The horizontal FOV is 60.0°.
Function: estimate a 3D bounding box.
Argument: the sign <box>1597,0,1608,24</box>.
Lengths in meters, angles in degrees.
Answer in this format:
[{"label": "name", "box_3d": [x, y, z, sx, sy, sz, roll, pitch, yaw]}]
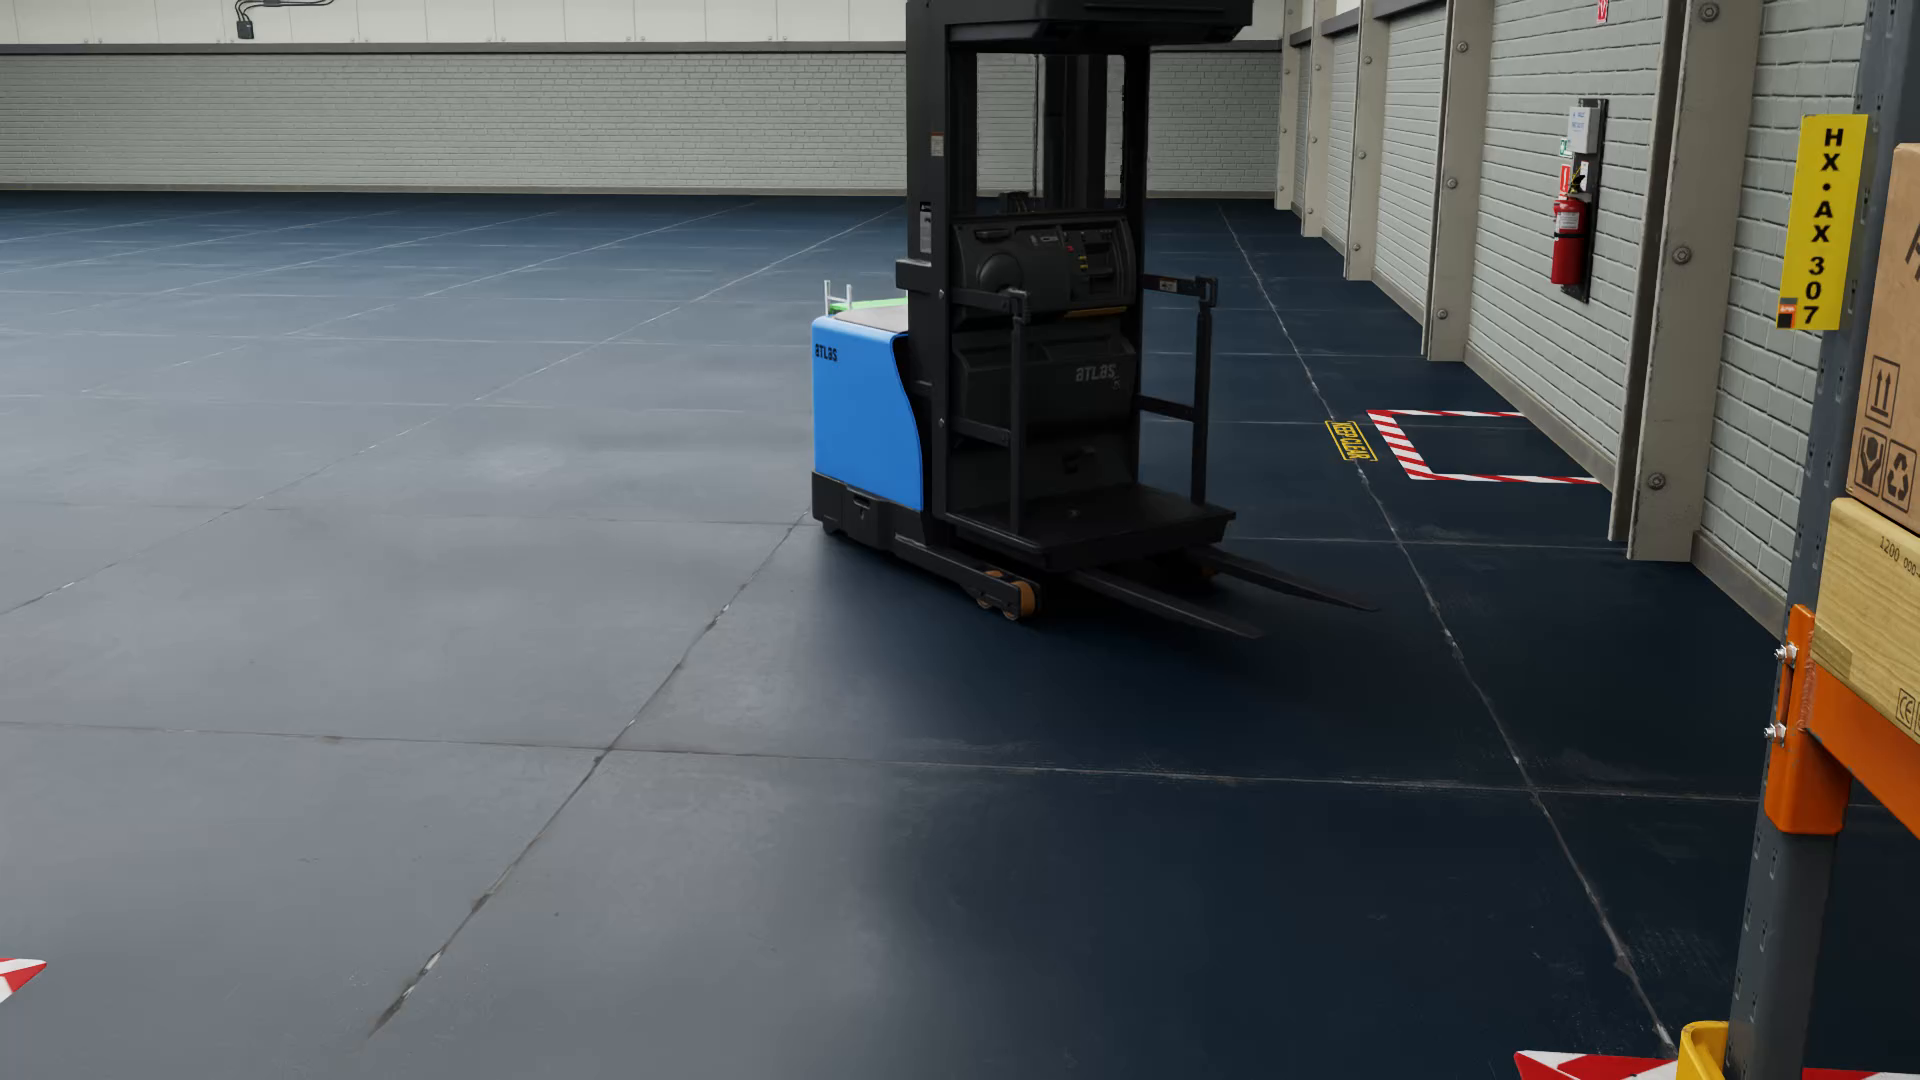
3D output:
[{"label": "sign", "box_3d": [3.739, -3.159, 9.658, 0.001, 0.298, 0.199, 2, 15, 6]}]

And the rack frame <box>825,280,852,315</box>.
[{"label": "rack frame", "box_3d": [-0.611, -0.711, 8.493, 0.015, 1.200, 0.240, -10, 18, -33]}]

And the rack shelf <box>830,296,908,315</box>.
[{"label": "rack shelf", "box_3d": [-0.410, -1.149, 8.517, 0.480, 0.148, 0.258, -10, 18, -33]}]

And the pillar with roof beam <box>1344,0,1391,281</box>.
[{"label": "pillar with roof beam", "box_3d": [0.399, -7.536, 18.793, 9.100, 9.000, 0.400, 2, 15, 6]}]

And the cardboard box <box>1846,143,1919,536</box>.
[{"label": "cardboard box", "box_3d": [1.513, -0.236, 2.102, 0.500, 0.500, 0.500, 2, 15, 6]}]

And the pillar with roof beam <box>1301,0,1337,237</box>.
[{"label": "pillar with roof beam", "box_3d": [1.076, -9.092, 24.548, 9.100, 9.000, 0.400, 2, 15, 6]}]

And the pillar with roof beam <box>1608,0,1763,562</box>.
[{"label": "pillar with roof beam", "box_3d": [-0.955, -4.424, 7.283, 9.100, 9.000, 0.400, 2, 15, 6]}]

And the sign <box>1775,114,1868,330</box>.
[{"label": "sign", "box_3d": [1.326, -0.486, 2.554, 0.100, 0.325, 0.005, 2, 15, 6]}]

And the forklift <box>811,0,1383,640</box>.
[{"label": "forklift", "box_3d": [0.499, -1.220, 7.060, 1.130, 2.935, 3.031, -10, 18, -32]}]

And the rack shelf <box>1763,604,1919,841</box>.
[{"label": "rack shelf", "box_3d": [1.639, 0.814, 0.784, 1.077, 0.370, 4.000, 2, 15, 6]}]

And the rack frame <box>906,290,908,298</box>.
[{"label": "rack frame", "box_3d": [-0.208, -0.783, 8.758, 0.015, 1.200, 0.240, -10, 18, -33]}]

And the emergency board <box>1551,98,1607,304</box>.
[{"label": "emergency board", "box_3d": [3.639, -2.041, 9.964, 0.194, 1.169, 0.643, 2, 15, 6]}]

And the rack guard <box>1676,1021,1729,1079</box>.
[{"label": "rack guard", "box_3d": [1.857, 1.174, 2.862, 1.175, 0.500, 0.348, 2, 15, 6]}]

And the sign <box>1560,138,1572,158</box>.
[{"label": "sign", "box_3d": [3.795, -2.454, 10.406, 0.001, 0.109, 0.331, 2, 15, 6]}]

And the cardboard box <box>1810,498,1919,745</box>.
[{"label": "cardboard box", "box_3d": [1.495, 0.128, 2.192, 0.500, 0.250, 0.500, 1, 15, 5]}]

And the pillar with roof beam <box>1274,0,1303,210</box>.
[{"label": "pillar with roof beam", "box_3d": [1.753, -10.649, 30.303, 9.100, 9.000, 0.400, 2, 15, 6]}]

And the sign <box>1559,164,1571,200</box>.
[{"label": "sign", "box_3d": [3.804, -2.199, 10.478, 0.001, 0.329, 0.234, 2, 15, 6]}]

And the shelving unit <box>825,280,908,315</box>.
[{"label": "shelving unit", "box_3d": [-0.410, -0.747, 8.626, 0.503, 1.200, 0.258, -10, 18, -33]}]

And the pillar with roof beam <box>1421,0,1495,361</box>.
[{"label": "pillar with roof beam", "box_3d": [-0.278, -5.980, 13.038, 9.100, 9.000, 0.400, 2, 15, 6]}]

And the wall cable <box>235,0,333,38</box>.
[{"label": "wall cable", "box_3d": [-14.191, -13.533, 34.454, 2.305, 6.003, 0.169, 2, 15, 6]}]
